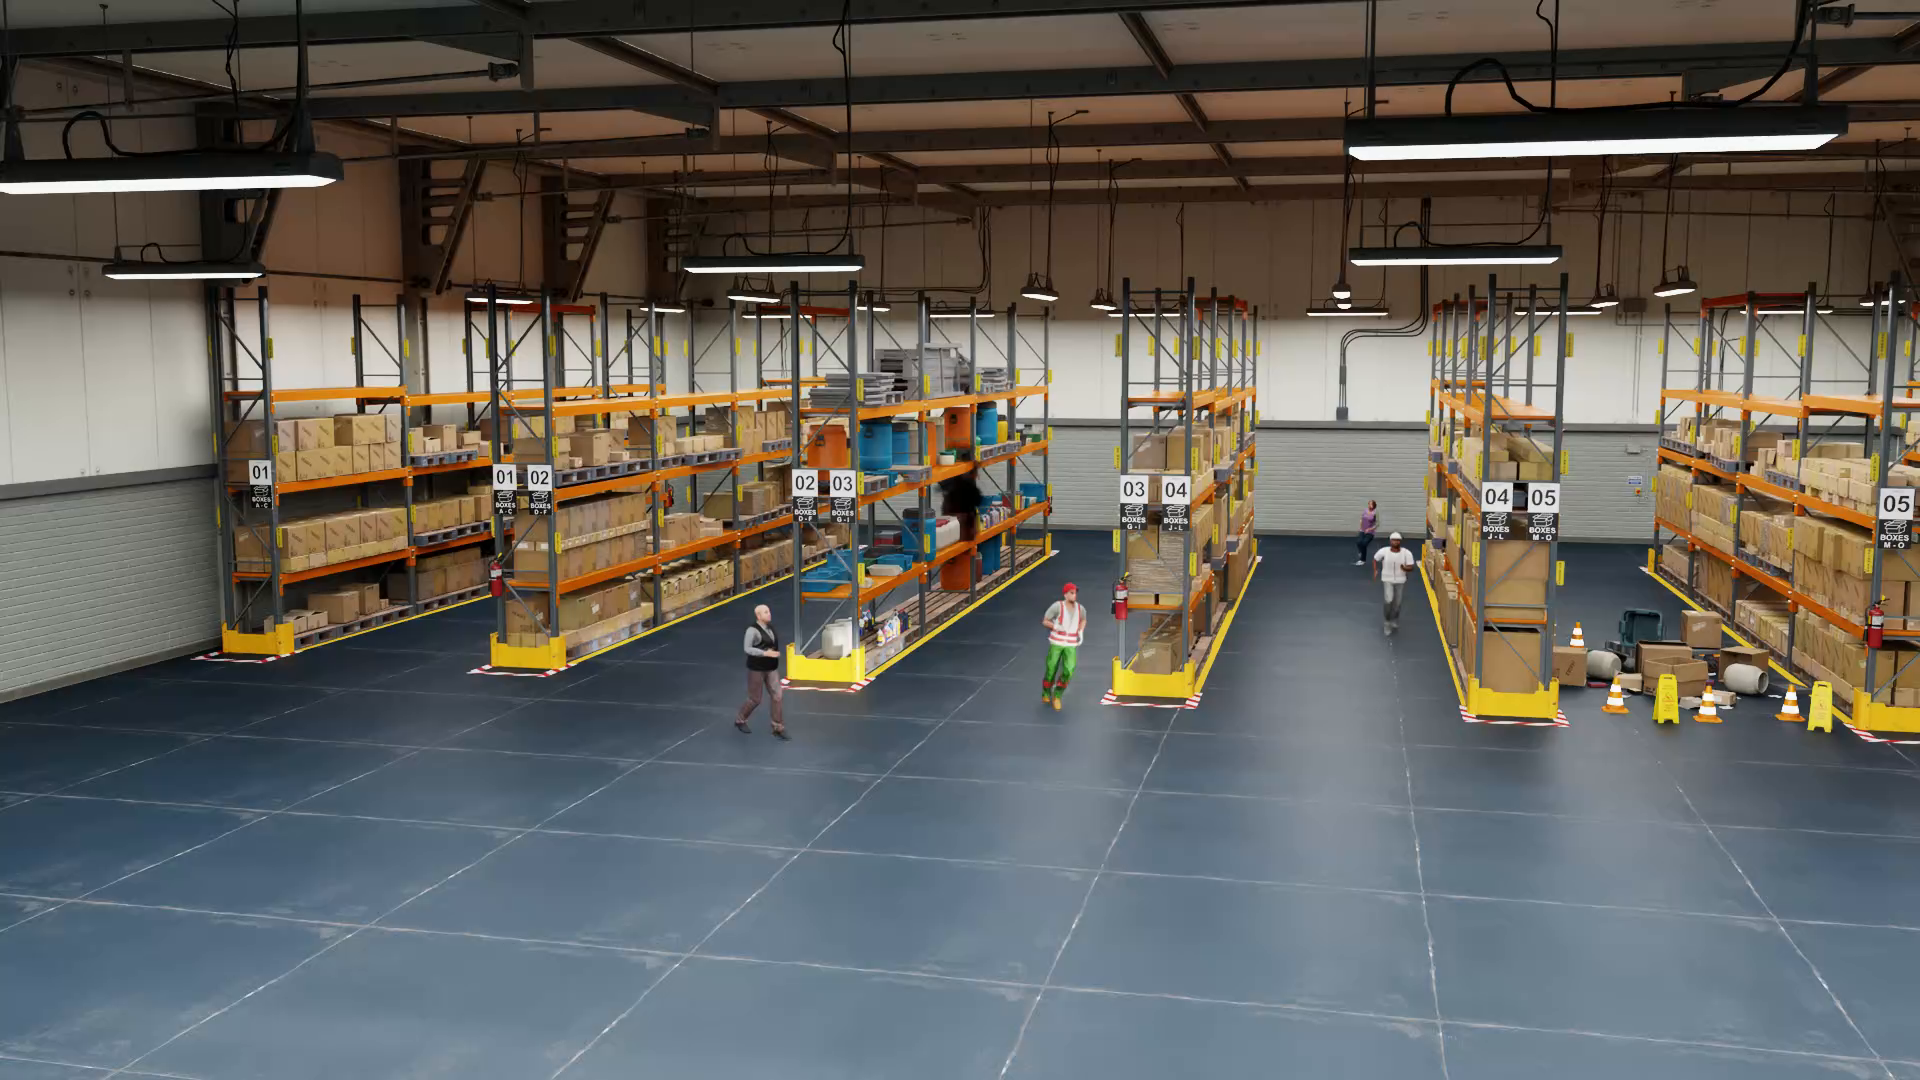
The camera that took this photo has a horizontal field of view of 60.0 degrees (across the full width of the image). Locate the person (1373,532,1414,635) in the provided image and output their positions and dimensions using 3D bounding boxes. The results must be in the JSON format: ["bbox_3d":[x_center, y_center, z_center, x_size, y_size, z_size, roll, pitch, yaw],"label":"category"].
[{"bbox_3d":[7.644,0.769,29.308,0.669,1.820,0.751,1,7,5],"label":"person"}]

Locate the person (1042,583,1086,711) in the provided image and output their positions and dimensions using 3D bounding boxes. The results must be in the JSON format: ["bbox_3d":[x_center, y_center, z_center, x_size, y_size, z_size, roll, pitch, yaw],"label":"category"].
[{"bbox_3d":[1.481,1.482,23.190,0.661,1.776,0.683,-1,7,-7],"label":"person"}]

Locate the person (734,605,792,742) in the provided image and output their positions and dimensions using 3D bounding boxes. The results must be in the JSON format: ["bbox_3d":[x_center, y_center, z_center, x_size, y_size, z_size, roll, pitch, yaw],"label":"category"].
[{"bbox_3d":[-2.561,1.701,21.342,0.854,1.758,0.645,5,8,36],"label":"person"}]

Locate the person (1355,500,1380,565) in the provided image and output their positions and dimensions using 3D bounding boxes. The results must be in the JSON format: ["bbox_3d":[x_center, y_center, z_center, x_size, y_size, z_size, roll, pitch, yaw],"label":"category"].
[{"bbox_3d":[9.395,-0.164,38.387,0.564,1.525,0.493,5,9,40],"label":"person"}]
